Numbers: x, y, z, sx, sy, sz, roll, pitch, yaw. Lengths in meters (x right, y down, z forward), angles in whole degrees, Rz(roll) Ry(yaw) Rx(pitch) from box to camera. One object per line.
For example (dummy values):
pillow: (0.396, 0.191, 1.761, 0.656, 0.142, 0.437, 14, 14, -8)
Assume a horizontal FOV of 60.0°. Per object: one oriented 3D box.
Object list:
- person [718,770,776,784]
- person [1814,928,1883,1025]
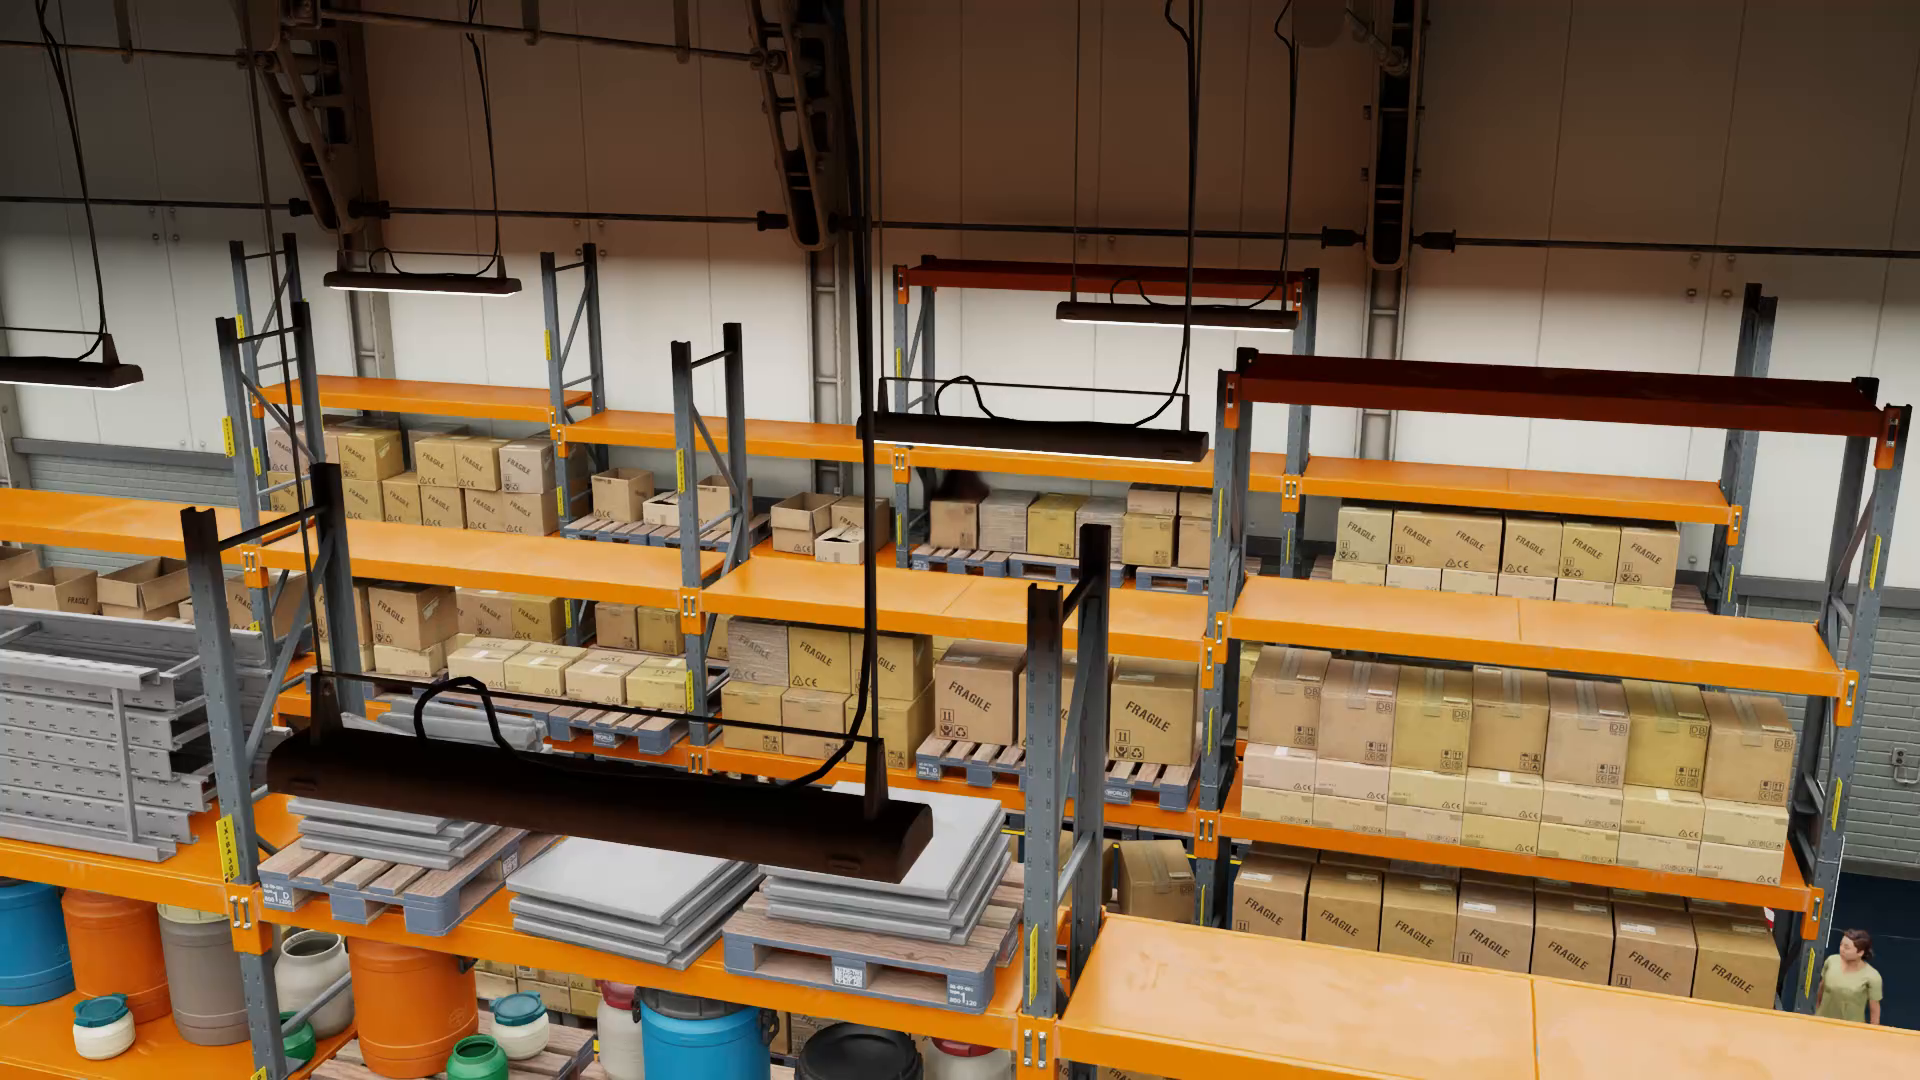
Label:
person: (-2.116, 2.475, 16.513, 0.591, 1.771, 0.460, -1, 16, -3)
person: (6.772, 3.748, 12.745, 0.374, 1.681, 0.511, -12, 20, -37)
